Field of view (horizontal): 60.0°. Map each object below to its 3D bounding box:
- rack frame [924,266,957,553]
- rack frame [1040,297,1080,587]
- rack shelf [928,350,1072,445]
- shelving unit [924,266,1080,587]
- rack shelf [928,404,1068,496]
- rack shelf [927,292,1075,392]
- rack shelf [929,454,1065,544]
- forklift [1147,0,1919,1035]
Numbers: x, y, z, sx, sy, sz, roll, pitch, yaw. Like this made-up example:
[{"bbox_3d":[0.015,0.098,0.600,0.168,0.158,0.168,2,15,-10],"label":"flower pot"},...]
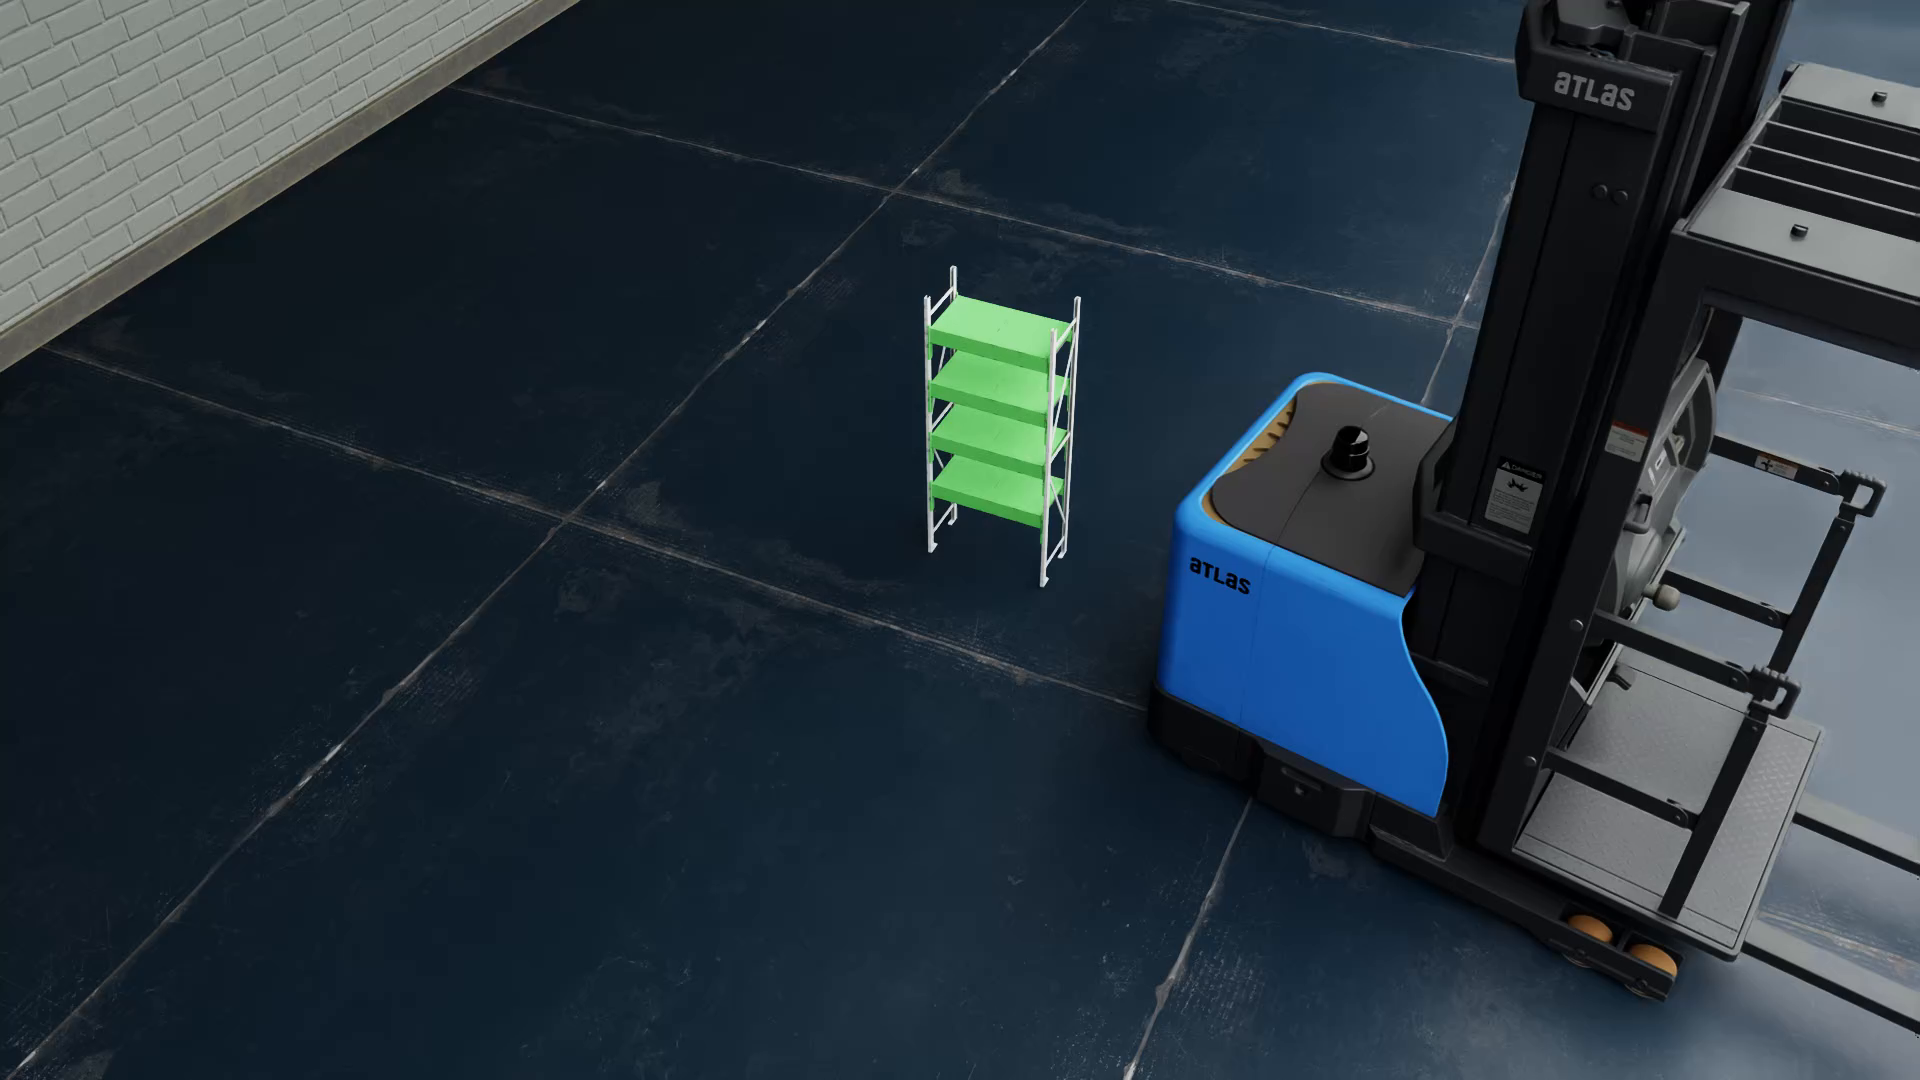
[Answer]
[{"bbox_3d":[-0.071,-0.475,6.382,0.015,1.200,0.240,17,44,19],"label":"rack frame"},{"bbox_3d":[0.371,-0.340,6.226,0.015,1.200,0.240,17,44,19],"label":"rack frame"},{"bbox_3d":[0.150,-0.541,6.189,0.480,0.148,0.258,17,44,19],"label":"rack shelf"},{"bbox_3d":[0.150,-0.408,6.304,0.503,1.200,0.258,17,44,19],"label":"shelving unit"},{"bbox_3d":[0.150,-0.359,6.346,0.480,0.148,0.258,17,44,19],"label":"rack shelf"},{"bbox_3d":[0.150,-0.722,6.032,0.480,0.148,0.258,17,44,19],"label":"rack shelf"},{"bbox_3d":[0.150,-0.178,6.503,0.480,0.148,0.258,17,44,19],"label":"rack shelf"},{"bbox_3d":[2.163,-0.099,4.626,3.031,2.935,1.130,24,46,25],"label":"forklift"}]
